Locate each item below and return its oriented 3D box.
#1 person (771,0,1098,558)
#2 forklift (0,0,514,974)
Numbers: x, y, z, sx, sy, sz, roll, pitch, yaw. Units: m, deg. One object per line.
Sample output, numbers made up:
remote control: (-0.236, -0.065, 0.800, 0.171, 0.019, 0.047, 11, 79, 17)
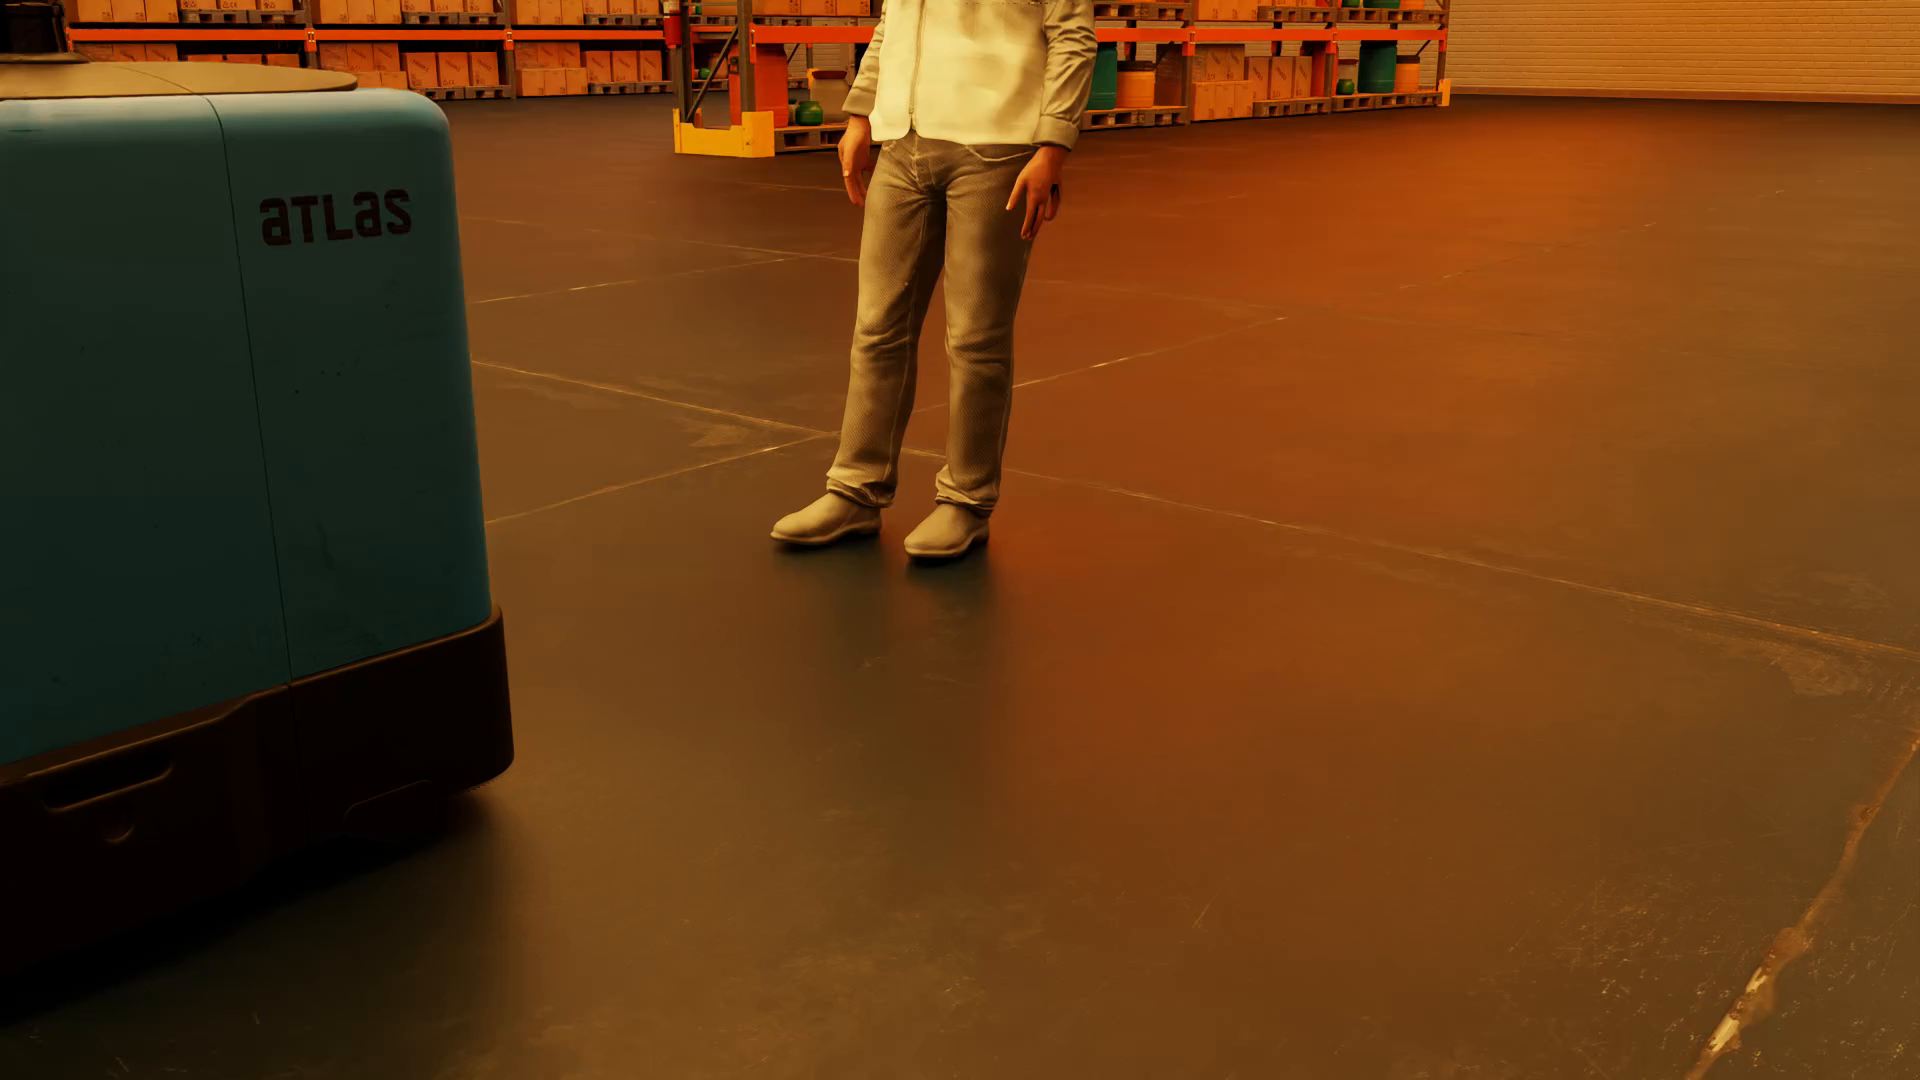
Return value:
person: (-0.046, -0.843, 3.640, 0.633, 1.775, 0.566, 13, 21, 37)
forklift: (-2.043, -0.764, 1.412, 1.130, 2.935, 3.031, 14, 22, 39)
